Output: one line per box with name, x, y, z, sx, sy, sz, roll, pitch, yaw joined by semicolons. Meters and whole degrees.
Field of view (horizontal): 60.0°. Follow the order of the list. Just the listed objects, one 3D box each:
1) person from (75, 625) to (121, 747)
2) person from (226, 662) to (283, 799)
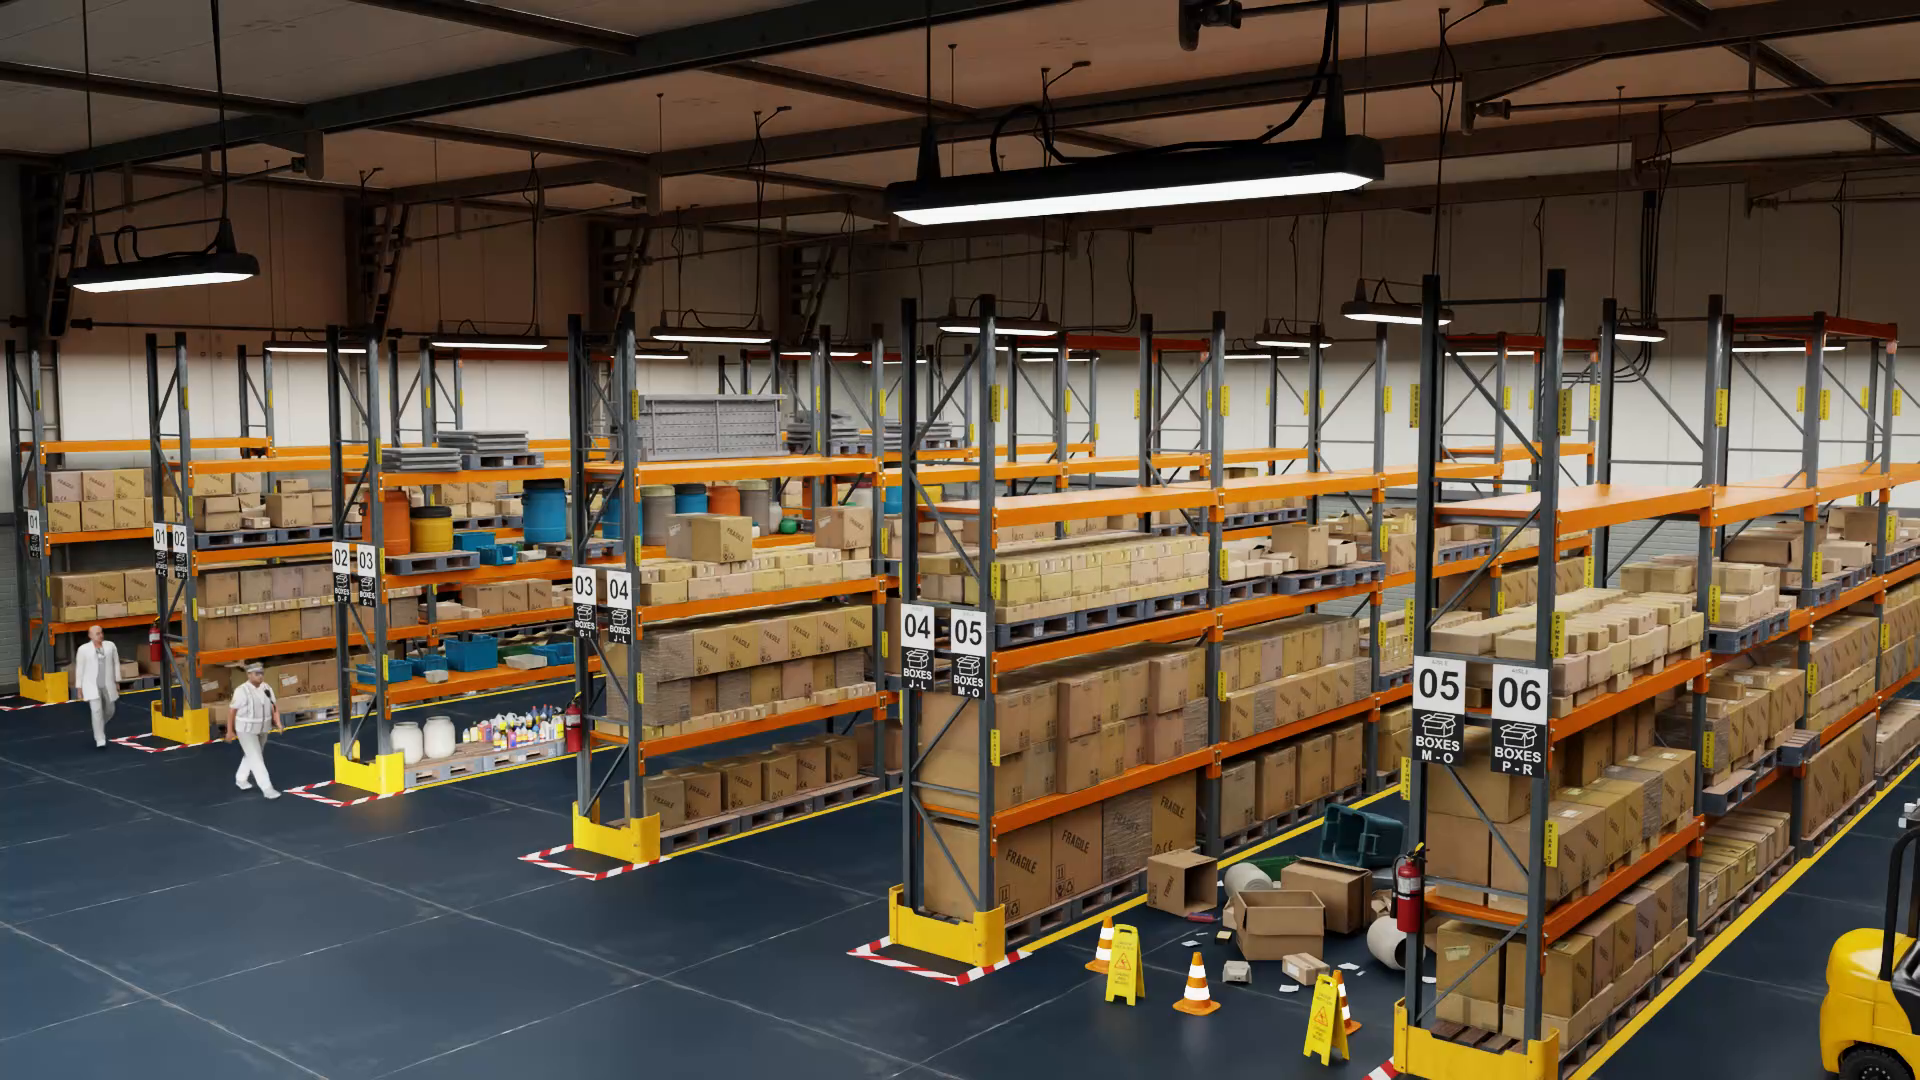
person;-12.578;2.107;24.268;0.622;1.733;0.880;-4;7;-40
person;-8.954;2.386;21.141;1.099;1.694;0.588;4;6;36
